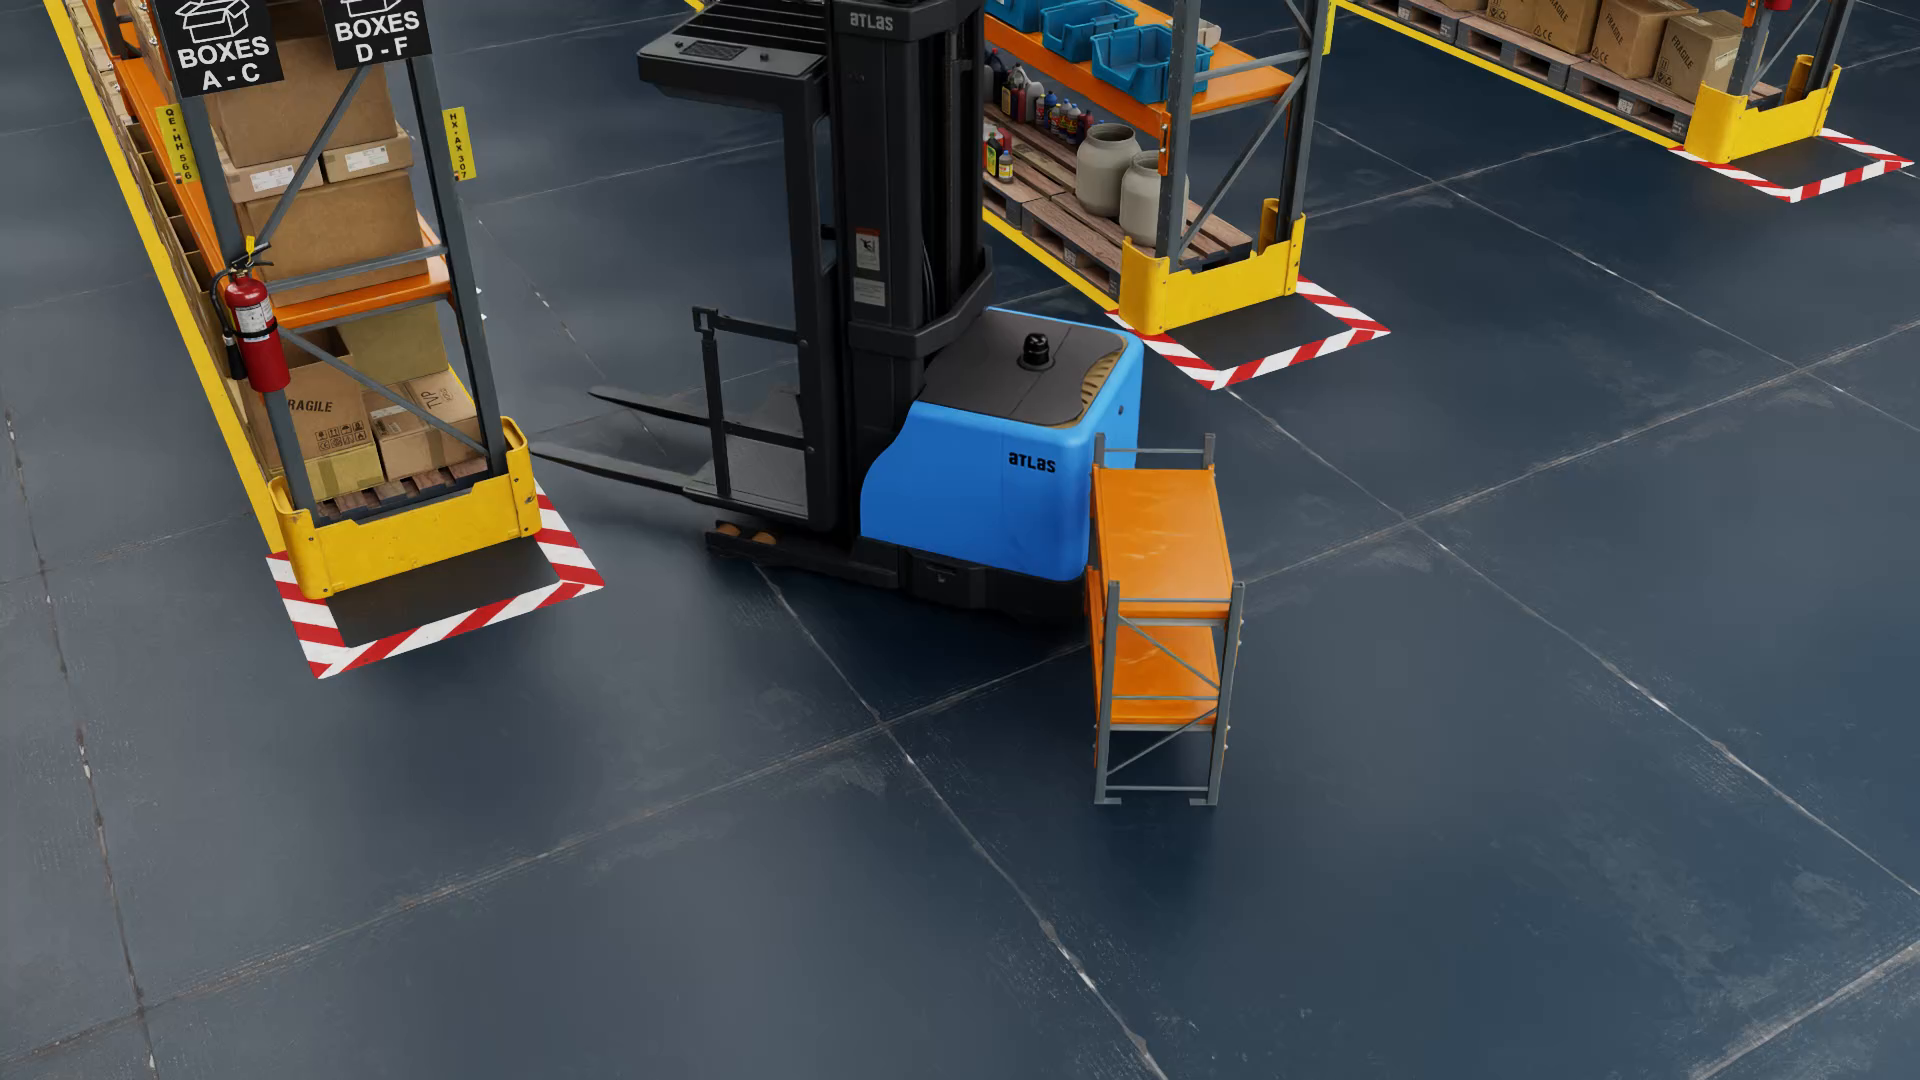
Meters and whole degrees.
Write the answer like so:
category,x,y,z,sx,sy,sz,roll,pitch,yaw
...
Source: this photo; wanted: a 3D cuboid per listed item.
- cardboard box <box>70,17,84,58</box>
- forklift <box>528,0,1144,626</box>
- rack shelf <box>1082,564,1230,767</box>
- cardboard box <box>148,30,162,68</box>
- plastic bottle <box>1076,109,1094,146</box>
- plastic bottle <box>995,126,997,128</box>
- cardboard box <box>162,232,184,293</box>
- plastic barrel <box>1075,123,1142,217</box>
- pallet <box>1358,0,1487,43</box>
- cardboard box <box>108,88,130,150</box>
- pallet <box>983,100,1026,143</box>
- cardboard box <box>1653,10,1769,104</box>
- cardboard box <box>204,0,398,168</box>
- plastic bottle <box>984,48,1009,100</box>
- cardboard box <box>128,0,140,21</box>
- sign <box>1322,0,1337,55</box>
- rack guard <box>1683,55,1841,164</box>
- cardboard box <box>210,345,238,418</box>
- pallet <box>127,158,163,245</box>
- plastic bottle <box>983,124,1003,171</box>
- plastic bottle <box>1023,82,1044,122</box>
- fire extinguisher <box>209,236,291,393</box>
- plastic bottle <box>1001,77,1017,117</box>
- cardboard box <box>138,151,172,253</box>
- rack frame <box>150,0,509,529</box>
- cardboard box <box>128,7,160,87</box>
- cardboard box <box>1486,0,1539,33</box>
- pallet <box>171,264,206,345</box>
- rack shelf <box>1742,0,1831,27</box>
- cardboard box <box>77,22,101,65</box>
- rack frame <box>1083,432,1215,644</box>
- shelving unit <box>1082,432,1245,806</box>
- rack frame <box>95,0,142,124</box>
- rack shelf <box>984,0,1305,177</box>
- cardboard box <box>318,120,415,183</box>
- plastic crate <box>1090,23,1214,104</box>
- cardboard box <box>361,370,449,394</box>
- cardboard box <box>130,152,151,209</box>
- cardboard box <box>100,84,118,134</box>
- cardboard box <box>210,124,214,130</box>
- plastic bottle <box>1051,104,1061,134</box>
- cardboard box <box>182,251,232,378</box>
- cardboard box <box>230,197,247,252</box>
category,x,y,z,sx,sy,sz,roll,pitch,yaw
cardboard box,-6.685,-3.972,13.120,0.500,0.250,0.500,-19,40,-24
forklift,-0.700,-1.329,7.585,3.031,2.935,1.130,13,38,17
rack shelf,0.806,0.513,7.009,0.538,0.278,1.000,1,36,1
cardboard box,-3.936,-2.546,8.557,0.380,0.149,0.250,-19,40,-24
plastic bottle,0.870,-2.871,11.568,0.061,0.283,0.133,-18,40,-23
plastic bottle,0.234,-2.761,11.486,0.097,0.201,0.097,0,36,0
cardboard box,-4.467,-1.703,10.014,0.500,0.250,0.500,-19,40,-24
plastic barrel,0.961,-2.386,10.727,0.421,0.512,0.421,0,36,0
pallet,4.250,-4.702,14.509,1.003,0.211,1.213,-19,40,-24
cardboard box,-5.403,-2.897,11.173,0.500,0.311,0.500,-18,40,-23
pallet,-0.099,-3.212,12.468,1.003,0.211,1.213,-19,40,-24
cardboard box,5.593,-3.604,12.404,0.500,0.500,0.500,-12,38,-16
cardboard box,-2.925,-2.020,7.288,0.700,0.500,0.500,-19,40,-24
plastic bottle,0.269,-3.460,12.316,0.144,0.351,0.185,-21,41,-26
cardboard box,-4.327,-2.942,9.100,0.380,0.149,0.250,-19,40,-24
sign,2.087,-2.925,9.477,0.100,0.325,0.005,-19,40,-24
rack guard,5.854,-3.150,12.138,1.175,0.500,0.348,-19,40,-24
cardboard box,-3.714,-0.938,8.966,0.500,0.250,0.500,-19,40,-24
pallet,-5.089,-2.465,11.446,1.003,0.211,1.213,-19,40,-24
plastic bottle,0.205,-2.674,11.304,0.152,0.276,0.135,-19,40,-24
plastic bottle,0.510,-3.181,11.998,0.152,0.276,0.135,-18,40,-23
fire extinguisher,-3.017,-0.958,7.083,0.296,0.674,0.183,-19,40,-24
plastic bottle,0.356,-3.224,12.051,0.061,0.283,0.133,-19,40,-24
cardboard box,-4.465,-2.007,9.794,0.500,0.500,0.500,-19,40,-24
rack frame,-2.675,-1.187,7.332,1.000,3.000,0.127,-19,40,-24
cardboard box,-4.456,-3.043,9.788,0.700,0.500,0.500,-20,41,-25
cardboard box,4.723,-4.521,13.660,0.500,0.500,0.500,-23,42,-28
pallet,-4.322,-1.683,10.375,1.003,0.211,1.213,-19,40,-24
rack shelf,4.887,-4.850,12.957,1.077,0.370,4.000,-19,40,-24
cardboard box,-6.160,-3.672,12.234,0.500,0.311,0.500,-20,41,-25
rack frame,0.815,0.015,7.275,0.500,1.125,0.032,1,36,1
shelving unit,0.806,0.315,6.865,0.538,1.125,1.048,1,36,1
rack frame,-4.685,-3.227,10.125,1.000,3.000,0.127,-19,40,-24
rack shelf,0.605,-3.382,10.947,1.077,0.370,4.000,-19,40,-24
cardboard box,-2.686,-1.753,7.472,0.380,0.149,0.250,-19,40,-24
plastic crate,1.099,-2.759,9.611,0.499,0.251,0.616,-19,40,-24
cardboard box,-3.007,-0.839,8.831,0.500,0.250,0.500,-19,40,-24
cardboard box,-5.144,-2.411,10.984,0.500,0.250,0.500,-19,40,-24
cardboard box,-5.908,-3.191,12.050,0.500,0.250,0.500,-18,40,-23
cardboard box,-3.293,-1.891,7.661,0.380,0.149,0.250,-20,40,-25
plastic bottle,0.696,-2.993,11.805,0.097,0.201,0.097,0,36,0
cardboard box,-3.717,-1.240,8.744,0.500,0.500,0.500,-19,40,-24
cardboard box,-3.167,-1.735,7.998,0.700,0.500,0.500,-18,40,-23
